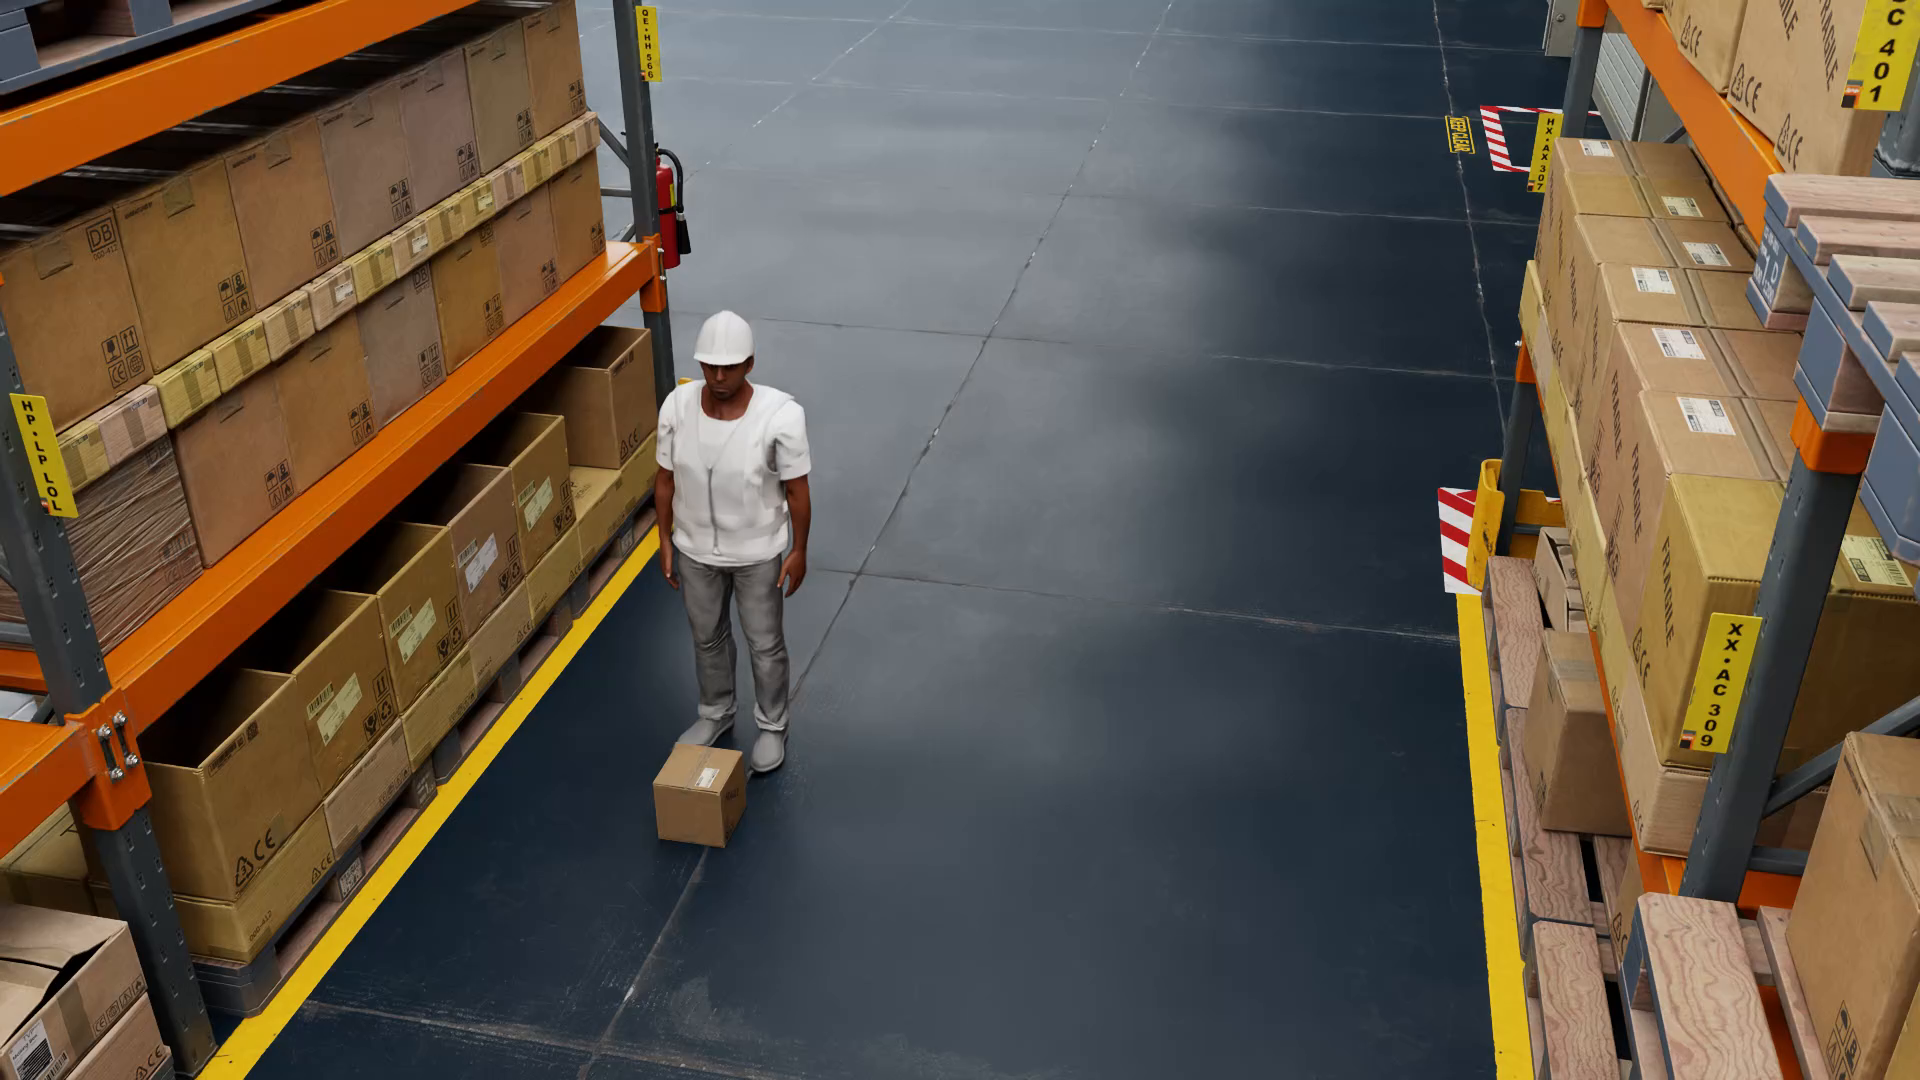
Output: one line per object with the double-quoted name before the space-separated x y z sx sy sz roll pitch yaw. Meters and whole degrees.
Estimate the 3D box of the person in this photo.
"person" -0.825 0.030 6.050 0.577 1.784 0.366 6 29 11
